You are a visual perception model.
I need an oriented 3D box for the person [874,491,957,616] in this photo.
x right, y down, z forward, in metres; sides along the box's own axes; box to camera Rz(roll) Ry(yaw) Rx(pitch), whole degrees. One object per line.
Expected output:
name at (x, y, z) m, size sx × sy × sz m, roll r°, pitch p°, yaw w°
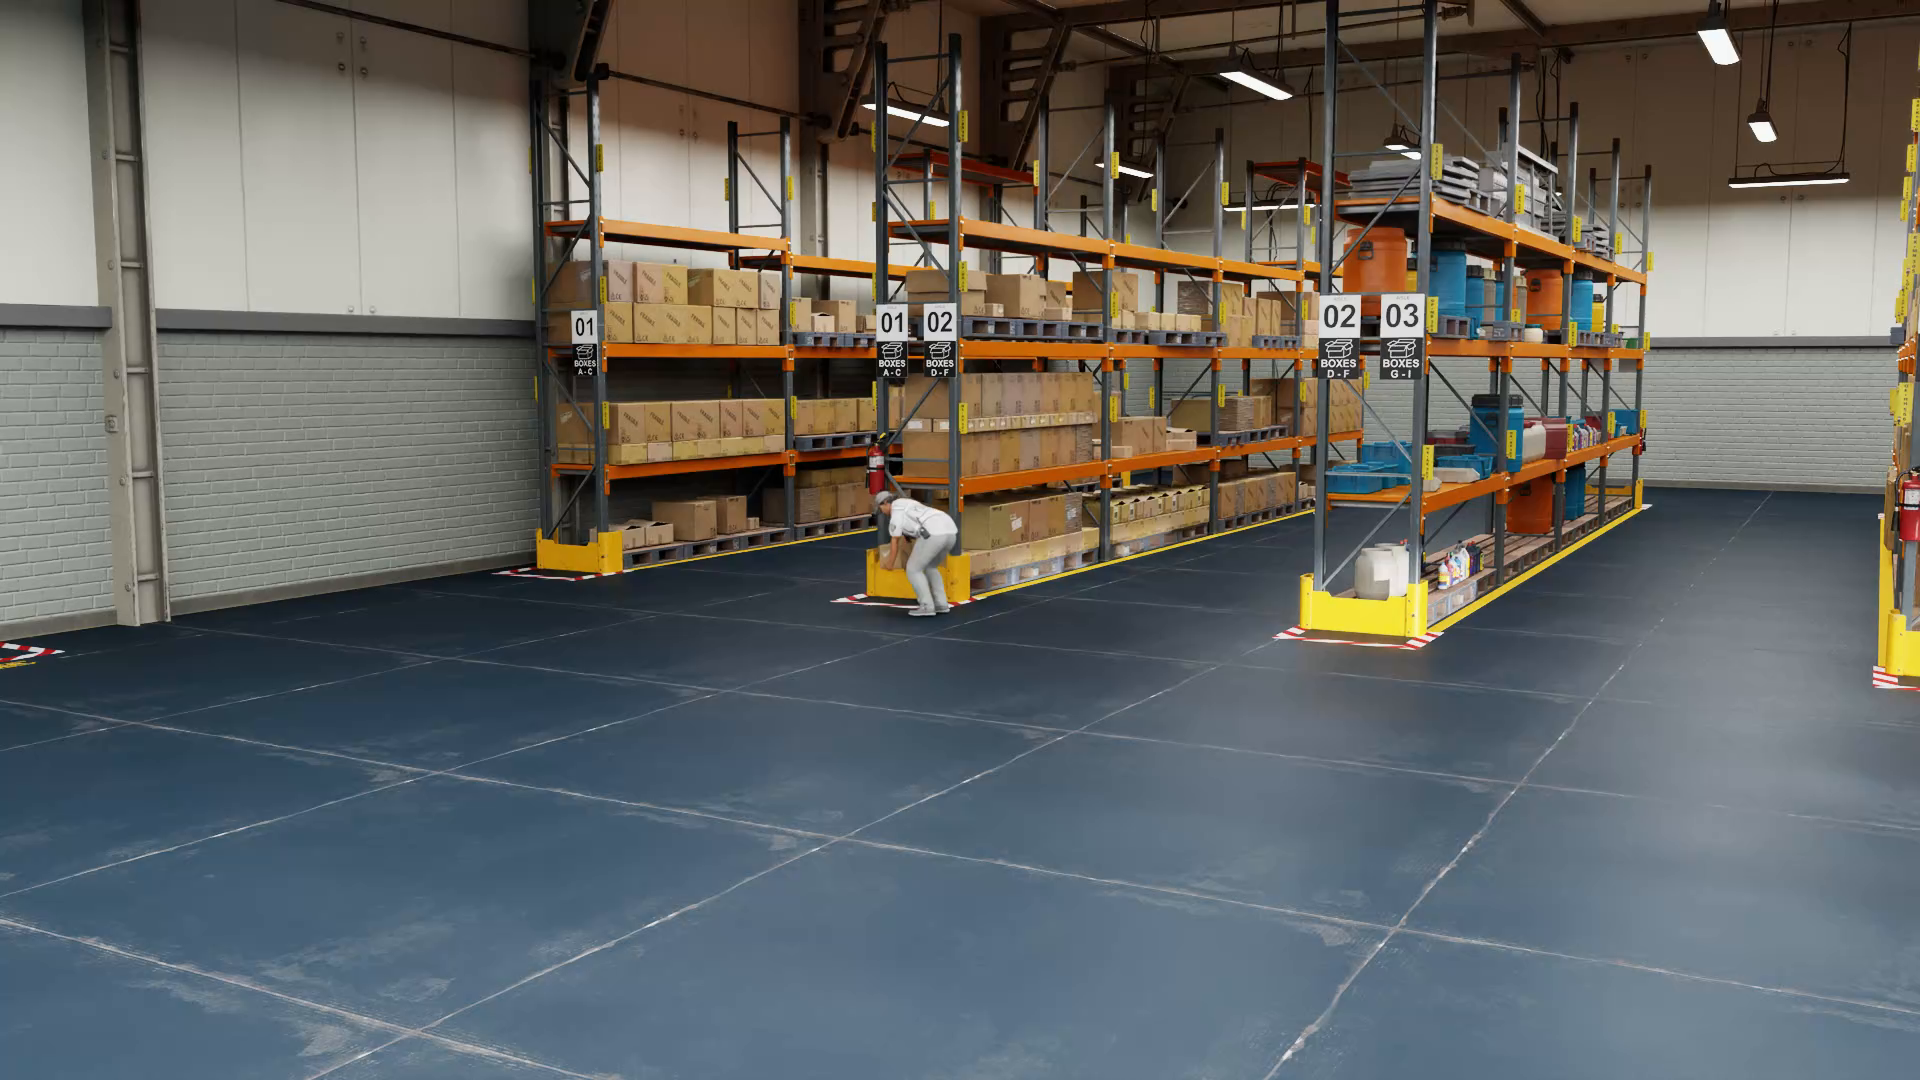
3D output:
person at (-0.470, 0.133, 17.075) m, size 0.893 × 1.257 × 0.477 m, roll 3°, pitch 7°, yaw 27°
